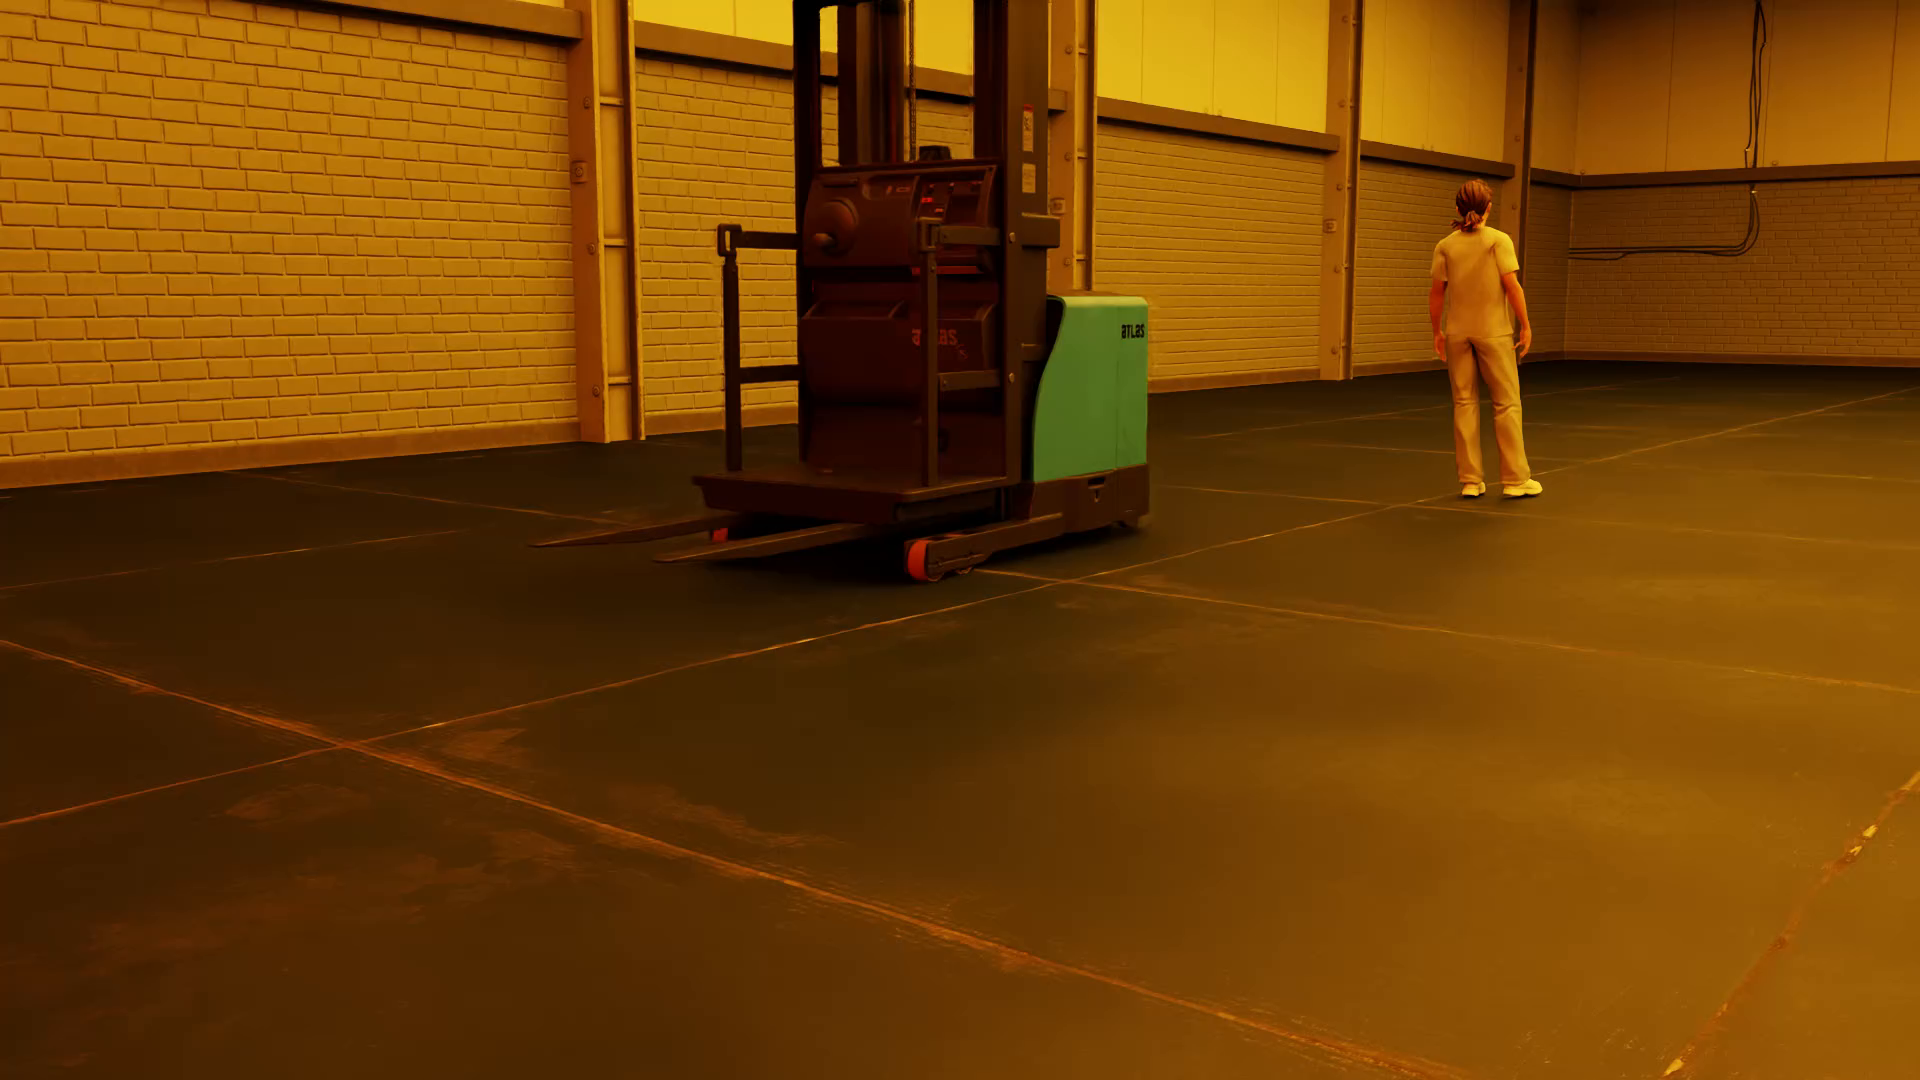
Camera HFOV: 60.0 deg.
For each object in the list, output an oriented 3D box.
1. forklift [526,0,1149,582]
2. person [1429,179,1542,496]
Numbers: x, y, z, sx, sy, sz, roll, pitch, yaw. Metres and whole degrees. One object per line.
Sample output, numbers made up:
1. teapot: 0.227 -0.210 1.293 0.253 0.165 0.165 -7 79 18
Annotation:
1. forklift: -0.374 -1.368 6.629 1.130 2.935 3.031 6 10 34
2. person: 2.812 -1.076 8.919 0.549 1.676 0.549 6 11 37
